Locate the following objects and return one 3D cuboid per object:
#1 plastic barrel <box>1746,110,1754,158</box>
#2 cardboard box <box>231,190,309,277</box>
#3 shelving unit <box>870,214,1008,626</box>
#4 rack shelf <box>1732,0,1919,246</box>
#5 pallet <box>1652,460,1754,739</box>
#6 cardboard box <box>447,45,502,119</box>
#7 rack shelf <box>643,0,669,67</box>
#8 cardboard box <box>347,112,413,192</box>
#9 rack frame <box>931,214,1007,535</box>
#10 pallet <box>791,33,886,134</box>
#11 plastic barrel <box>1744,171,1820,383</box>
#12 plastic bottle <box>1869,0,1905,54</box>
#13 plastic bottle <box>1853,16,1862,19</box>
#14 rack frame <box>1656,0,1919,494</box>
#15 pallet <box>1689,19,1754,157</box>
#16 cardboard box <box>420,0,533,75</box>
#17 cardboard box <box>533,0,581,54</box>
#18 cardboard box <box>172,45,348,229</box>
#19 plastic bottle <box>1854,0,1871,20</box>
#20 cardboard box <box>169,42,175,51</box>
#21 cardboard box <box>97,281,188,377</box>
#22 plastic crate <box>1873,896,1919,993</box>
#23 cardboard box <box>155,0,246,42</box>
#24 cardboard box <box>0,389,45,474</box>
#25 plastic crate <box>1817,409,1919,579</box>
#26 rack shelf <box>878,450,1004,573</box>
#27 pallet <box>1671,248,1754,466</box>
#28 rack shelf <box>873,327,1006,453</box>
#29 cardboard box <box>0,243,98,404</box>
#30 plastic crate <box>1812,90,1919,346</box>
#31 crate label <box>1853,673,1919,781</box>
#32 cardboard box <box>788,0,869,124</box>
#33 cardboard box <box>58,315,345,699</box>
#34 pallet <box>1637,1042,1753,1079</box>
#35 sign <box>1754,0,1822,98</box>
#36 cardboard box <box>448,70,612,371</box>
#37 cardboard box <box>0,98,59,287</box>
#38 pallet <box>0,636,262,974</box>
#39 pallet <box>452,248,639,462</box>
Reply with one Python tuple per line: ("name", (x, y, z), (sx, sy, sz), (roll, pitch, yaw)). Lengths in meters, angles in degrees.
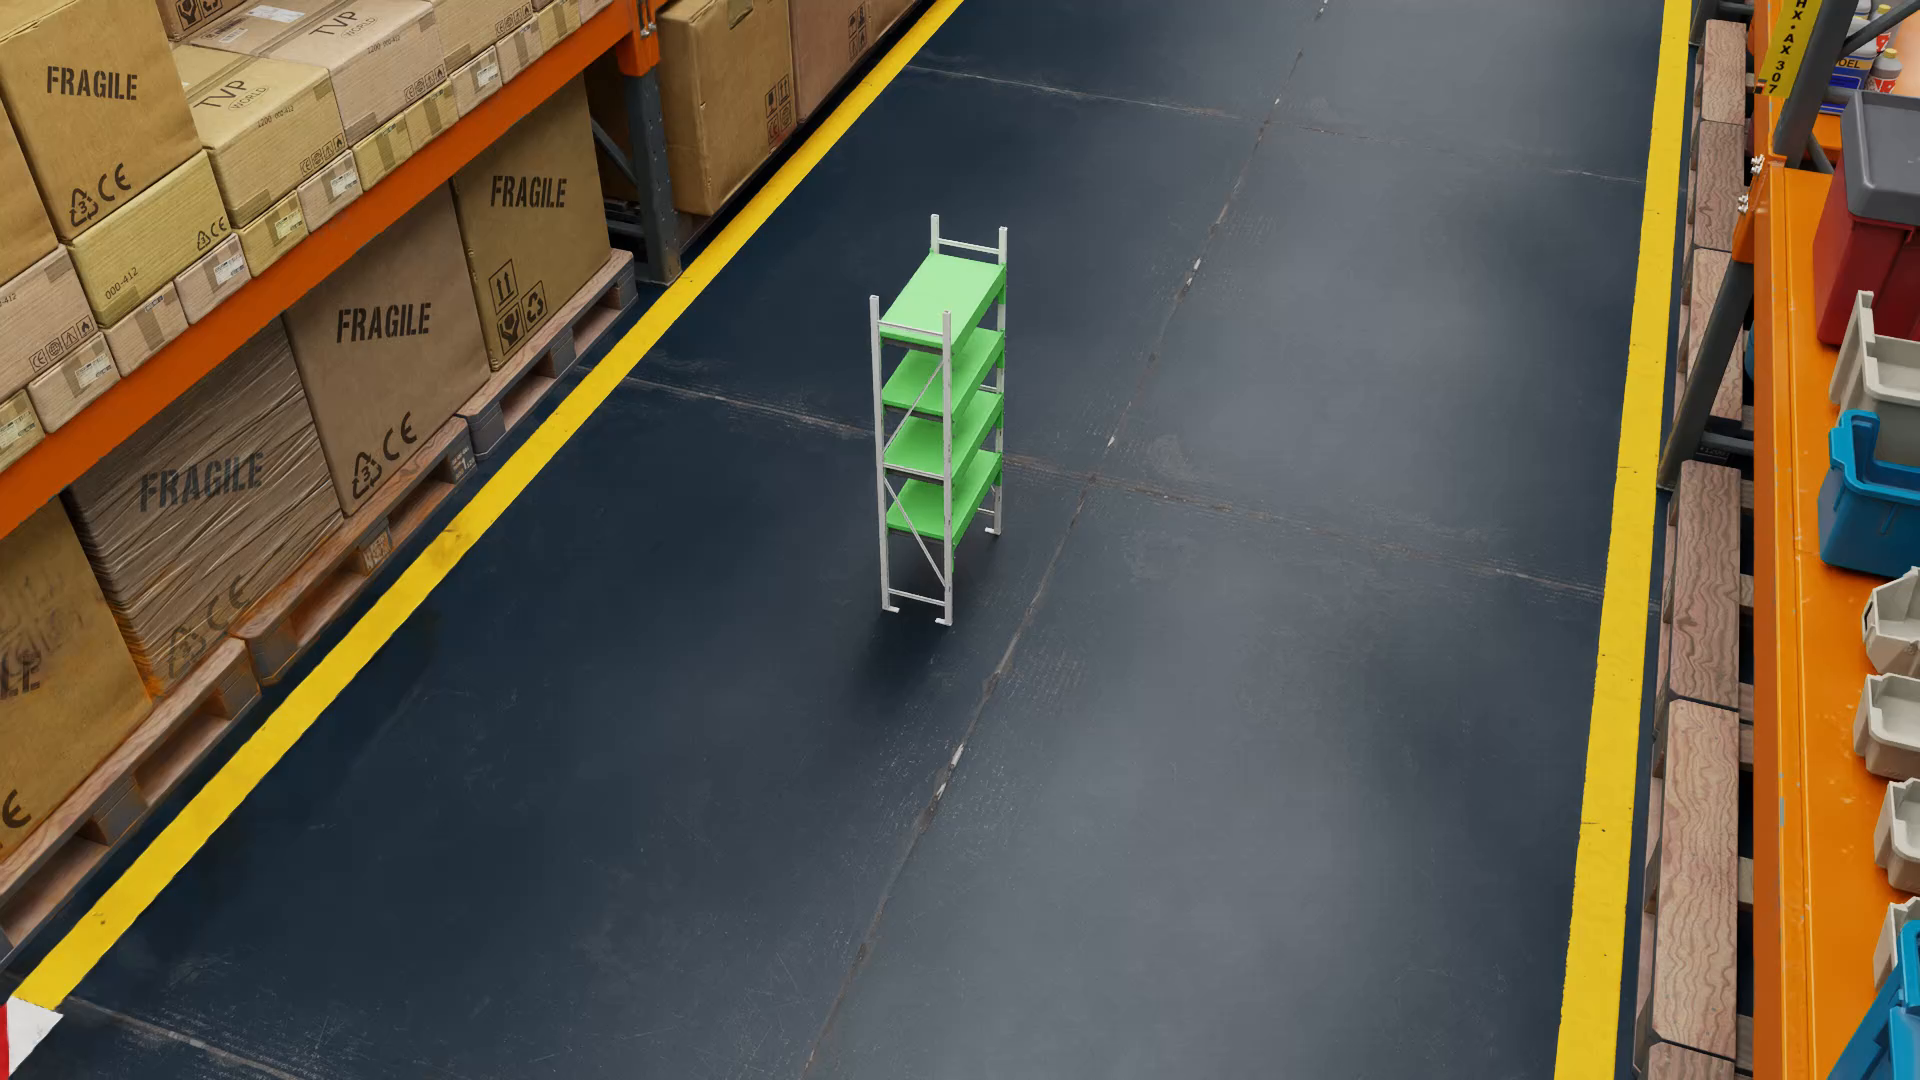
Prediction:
("plastic barrel", (3.814, -1.938, 7.245), (0.600, 0.588, 0.708), (13, 42, 15))
("cardboard box", (-2.082, -0.893, 4.679), (0.380, 0.149, 0.250), (12, 42, 14))
("shelving unit", (-0.057, -0.355, 5.242), (0.258, 1.200, 0.503), (13, 42, 15))
("rack shelf", (3.668, -2.193, 6.564), (1.077, 0.370, 4.000), (13, 42, 15))
("pallet", (2.769, 0.271, 5.270), (1.003, 0.211, 1.213), (13, 42, 15))
("cardboard box", (-1.731, -1.521, 5.416), (0.380, 0.149, 0.250), (14, 42, 16))
("rack shelf", (-0.987, -3.292, 7.852), (1.077, 0.370, 4.000), (13, 42, 15))
("cardboard box", (-1.906, -1.208, 5.048), (0.380, 0.149, 0.250), (13, 42, 14))
("rack frame", (0.027, -0.504, 5.417), (0.240, 1.200, 0.015), (13, 42, 15))
("pallet", (-1.062, -2.519, 8.540), (1.003, 0.211, 1.213), (13, 42, 15))
("plastic barrel", (3.186, -0.936, 5.830), (0.600, 0.901, 0.708), (13, 42, 15))
("plastic bottle", (3.126, -1.829, 5.621), (0.144, 0.351, 0.185), (13, 42, 15))
("plastic bottle", (2.931, -1.628, 5.500), (0.097, 0.201, 0.097), (0, 40, 0))
("rack frame", (2.984, -1.247, 4.900), (1.000, 3.000, 0.127), (13, 42, 15))
("pallet", (4.121, -2.136, 8.091), (1.003, 0.211, 1.213), (13, 42, 15))
("cardboard box", (-1.750, -1.759, 5.387), (0.500, 0.250, 0.500), (15, 43, 16))
("cardboard box", (-1.555, -1.835, 5.783), (0.380, 0.149, 0.250), (14, 42, 16))
("cardboard box", (-2.100, -1.139, 4.660), (0.500, 0.250, 0.500), (12, 42, 14))
("plastic bottle", (2.940, -1.735, 5.568), (0.152, 0.276, 0.135), (13, 42, 15))
("cardboard box", (-2.600, -1.255, 4.797), (0.500, 0.250, 0.500), (13, 42, 15))
("cardboard box", (-2.257, -0.581, 4.314), (0.380, 0.149, 0.250), (13, 42, 14))
("plastic crate", (1.725, 0.733, 2.737), (0.396, 0.136, 0.243), (13, 42, 15))
("cardboard box", (-2.424, -1.835, 4.899), (0.500, 0.500, 0.500), (12, 42, 14))
("cardboard box", (-2.433, -0.267, 3.946), (0.380, 0.149, 0.250), (12, 42, 14))
("plastic crate", (2.077, -0.076, 3.611), (0.416, 0.233, 0.300), (13, 42, 15))
("rack shelf", (-0.057, -0.124, 5.439), (0.258, 0.148, 0.480), (13, 42, 15))
("pallet", (3.287, -0.647, 6.346), (1.003, 0.211, 1.213), (13, 42, 15))
("rack shelf", (-0.057, -0.489, 5.128), (0.258, 0.148, 0.480), (13, 42, 15))
("cardboard box", (-2.449, -0.514, 3.928), (0.500, 0.250, 0.500), (13, 42, 15))
("plastic crate", (2.443, -0.805, 4.287), (0.402, 0.464, 0.583), (13, 42, 15))
("crate label", (1.910, 0.384, 3.146), (0.396, 0.136, 0.243), (13, 42, 15))
("cardboard box", (-1.166, -2.638, 7.844), (1.225, 0.875, 0.875), (12, 42, 14))
("cardboard box", (-2.584, -0.221, 5.012), (0.875, 0.875, 0.875), (13, 42, 15))
("pallet", (1.934, 1.759, 3.525), (1.003, 0.211, 1.213), (13, 42, 15))
("sign", (2.467, -1.475, 4.955), (0.100, 0.325, 0.005), (13, 42, 15))
("cardboard box", (-1.971, -1.313, 6.291), (0.875, 0.875, 0.875), (13, 42, 15))
("cardboard box", (-2.450, -0.786, 3.668), (0.500, 0.500, 0.500), (12, 42, 14))
("pallet", (-2.839, 0.649, 4.826), (1.003, 0.211, 1.213), (13, 42, 15))
("pallet", (-2.004, -0.839, 6.571), (1.003, 0.211, 1.213), (13, 42, 15))
